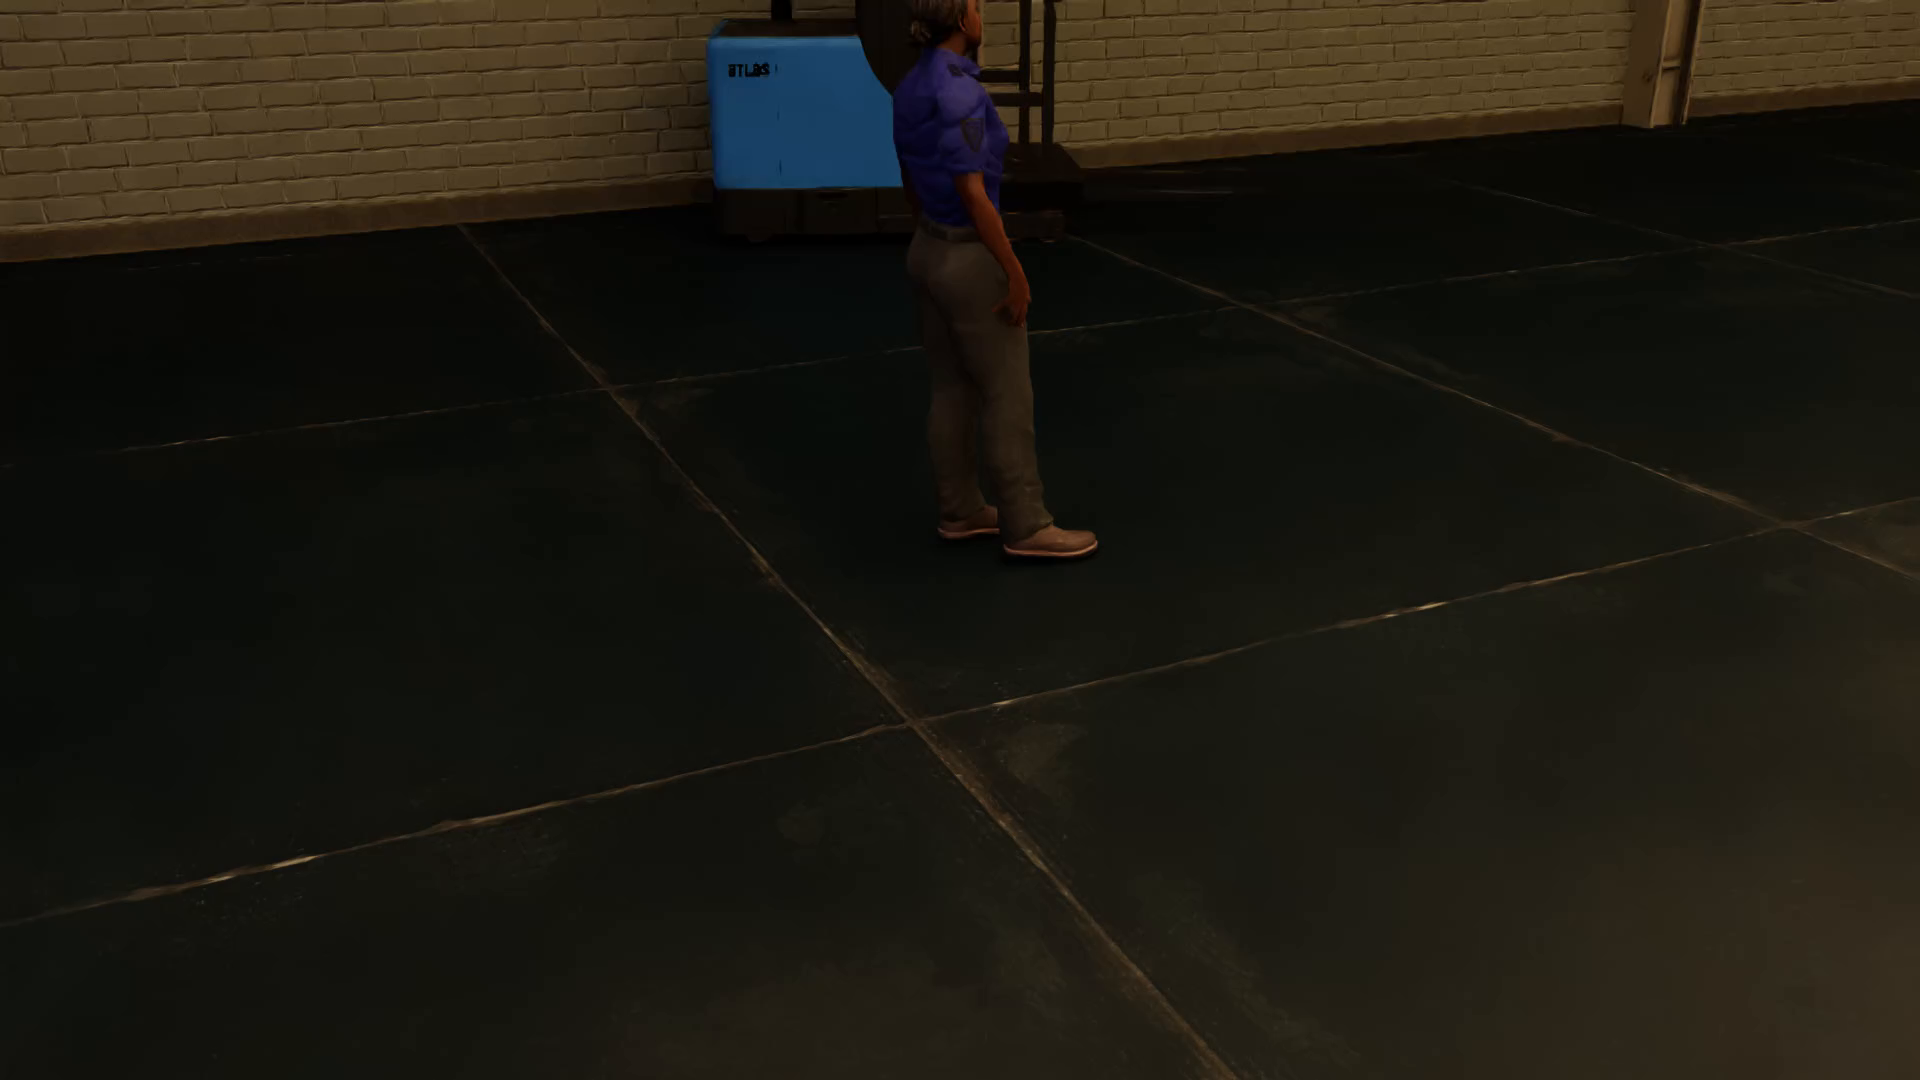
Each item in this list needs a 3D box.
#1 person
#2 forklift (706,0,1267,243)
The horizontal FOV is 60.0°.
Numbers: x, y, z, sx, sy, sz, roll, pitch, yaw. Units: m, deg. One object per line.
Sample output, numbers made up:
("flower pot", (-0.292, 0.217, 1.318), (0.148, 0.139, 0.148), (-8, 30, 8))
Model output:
("person", (0.088, -0.778, 4.805), (0.503, 1.654, 0.570), (-10, 25, -23))
("forklift", (0.154, -3.152, 8.873), (3.031, 2.935, 1.130), (-2, 23, -5))
